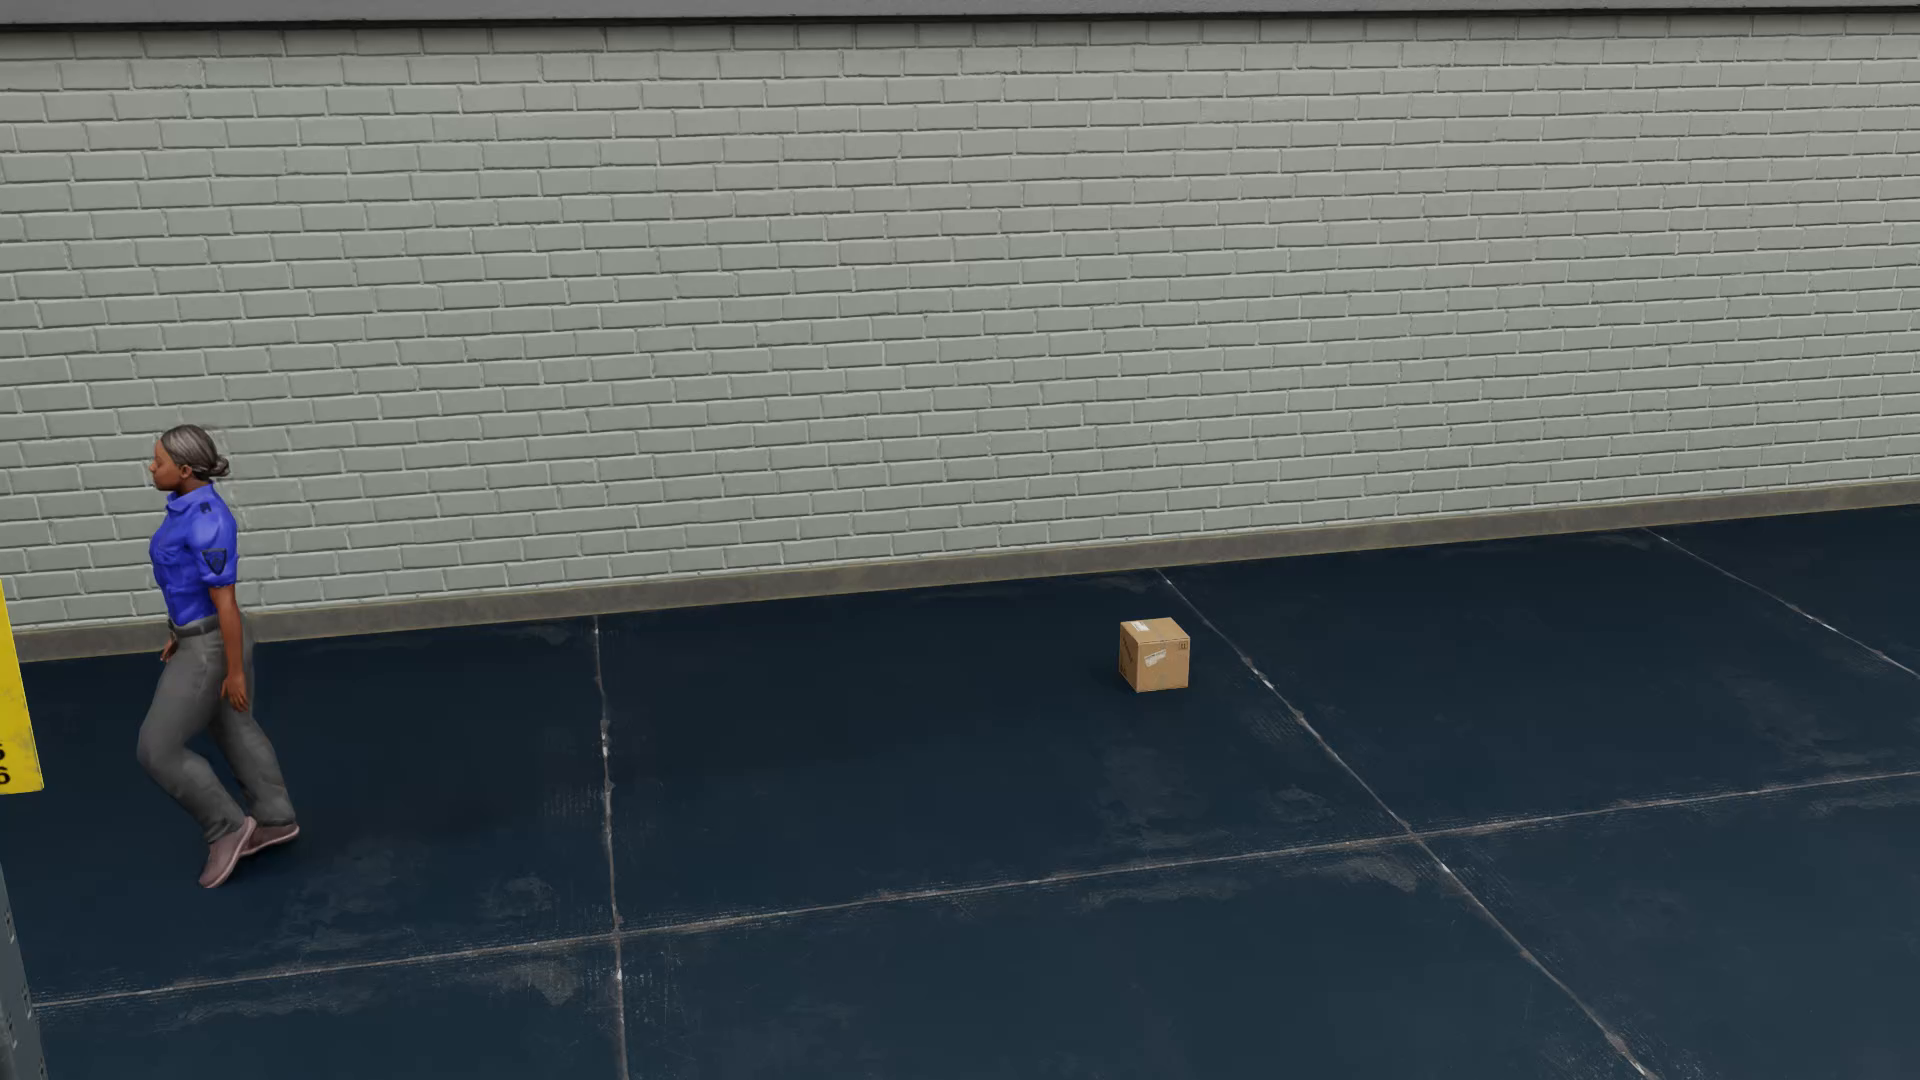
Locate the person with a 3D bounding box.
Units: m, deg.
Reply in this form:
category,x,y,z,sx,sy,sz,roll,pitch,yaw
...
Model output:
category,x,y,z,sx,sy,sz,roll,pitch,yaw
person,-2.701,0.427,5.899,0.488,1.682,0.492,-9,22,-24
